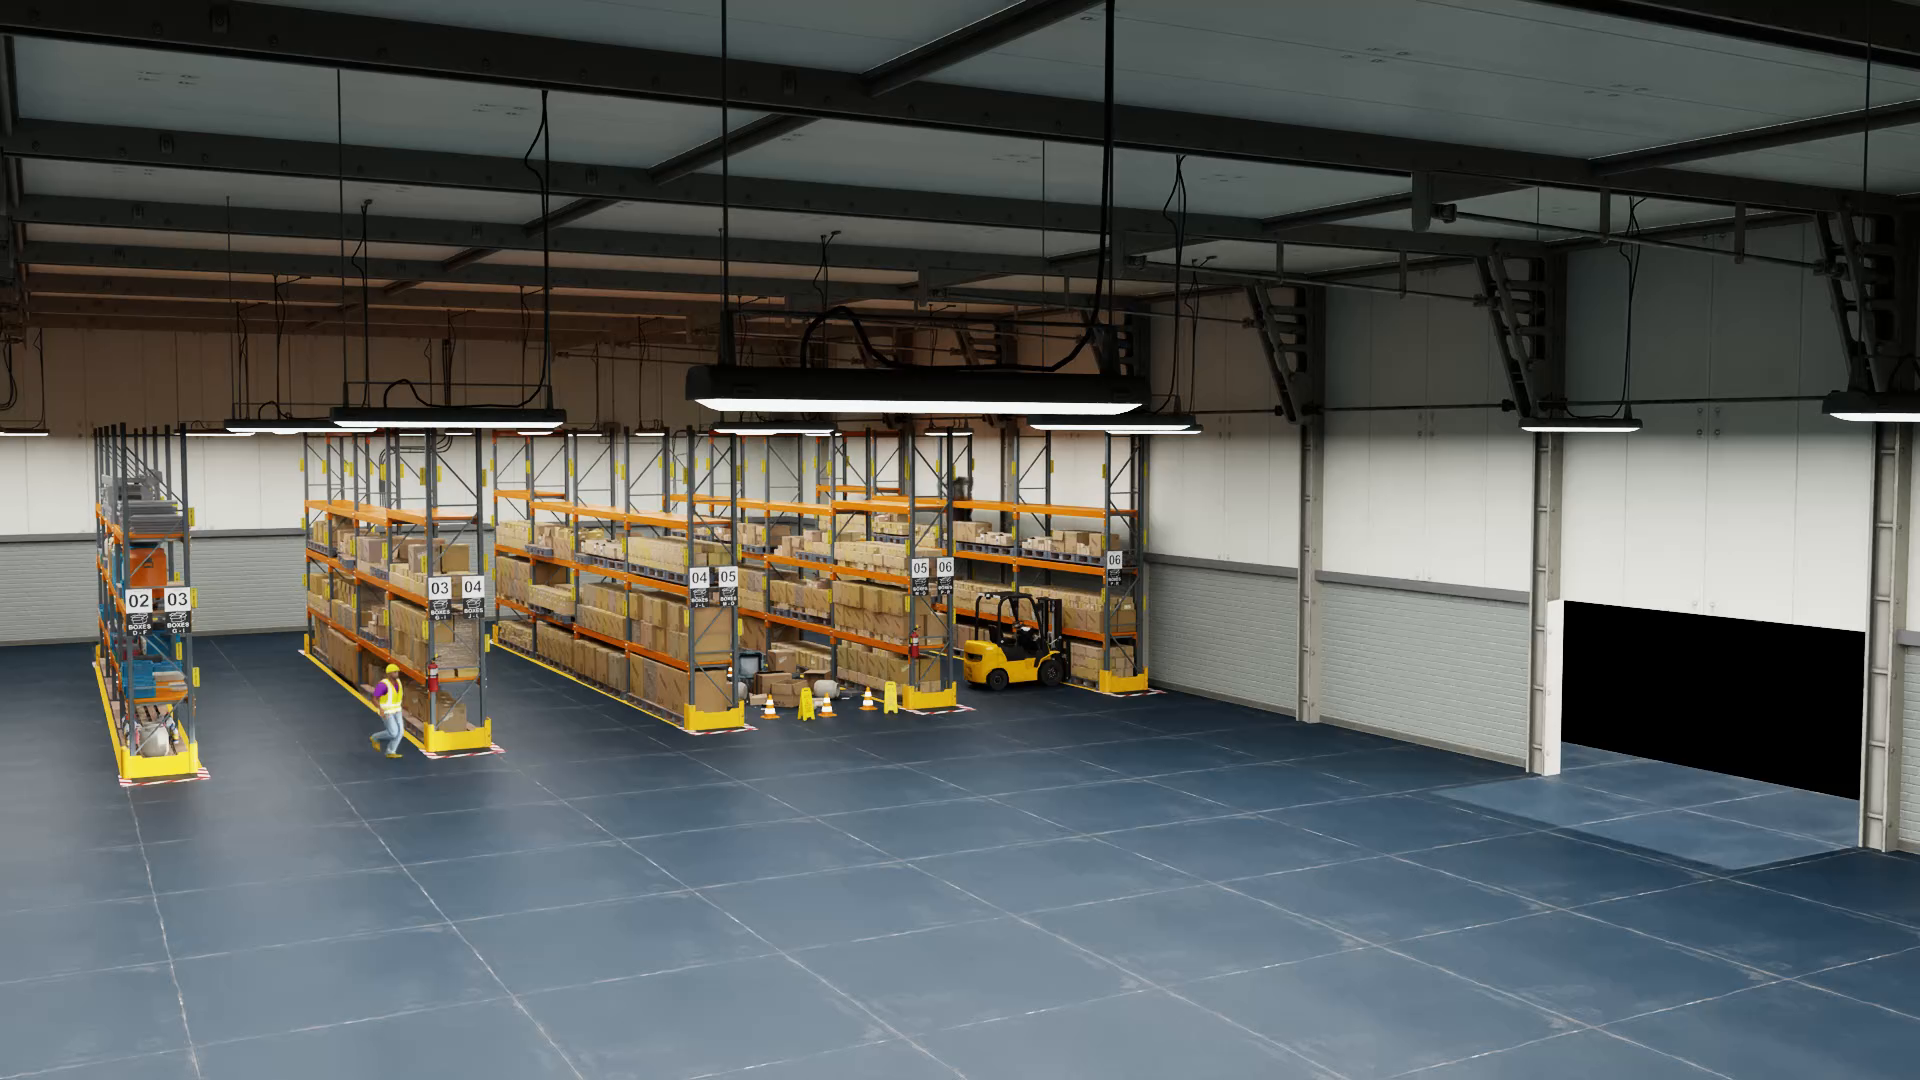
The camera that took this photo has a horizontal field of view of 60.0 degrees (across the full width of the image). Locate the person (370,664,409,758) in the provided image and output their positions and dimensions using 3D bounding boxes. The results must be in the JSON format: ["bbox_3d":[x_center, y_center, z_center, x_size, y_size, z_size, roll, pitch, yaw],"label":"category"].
[{"bbox_3d":[-10.260,3.068,29.830,0.613,1.701,0.690,2,4,25],"label":"person"}]

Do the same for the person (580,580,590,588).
[{"bbox_3d":[-10.695,1.971,47.850,0.647,1.660,0.888,-3,5,-43],"label":"person"}]
